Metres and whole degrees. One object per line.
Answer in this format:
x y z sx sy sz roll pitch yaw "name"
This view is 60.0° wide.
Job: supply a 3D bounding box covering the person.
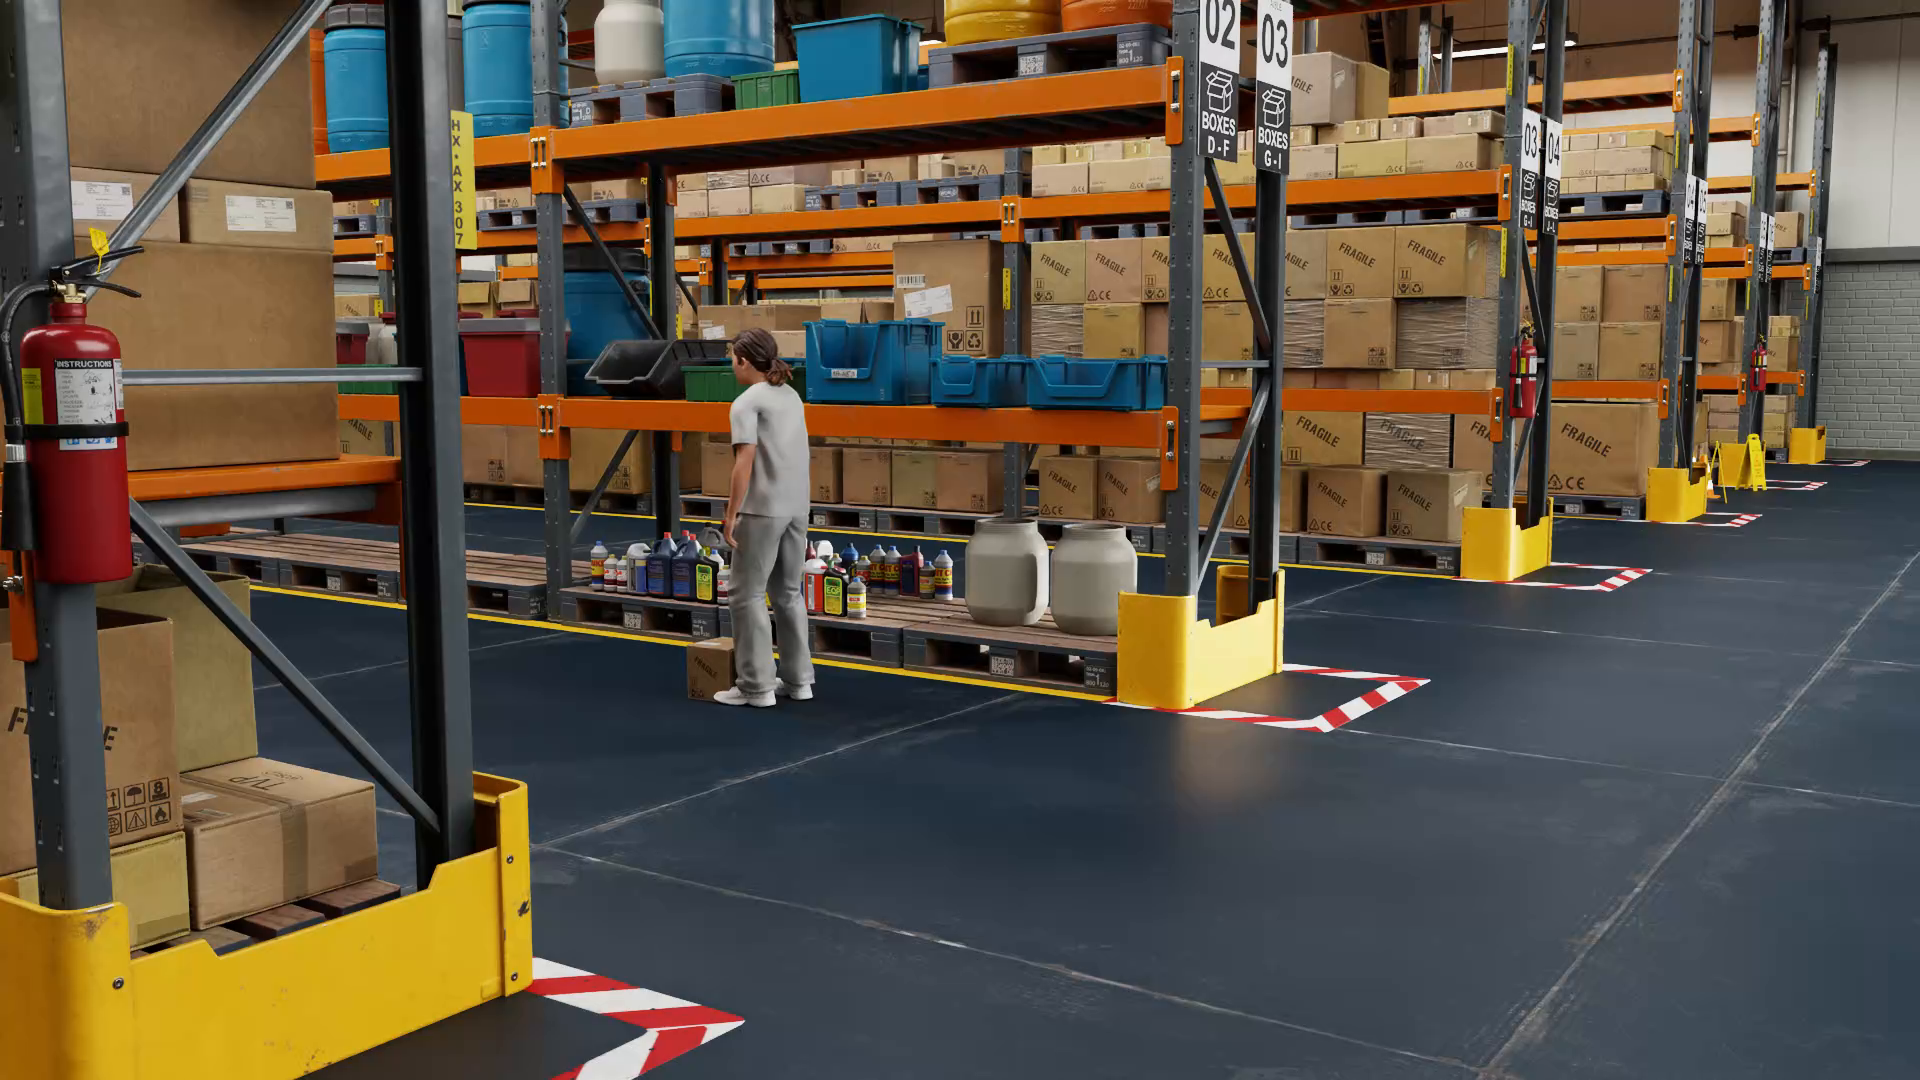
-0.874 -0.102 7.380 0.406 1.673 0.486 4 8 34 "person"
